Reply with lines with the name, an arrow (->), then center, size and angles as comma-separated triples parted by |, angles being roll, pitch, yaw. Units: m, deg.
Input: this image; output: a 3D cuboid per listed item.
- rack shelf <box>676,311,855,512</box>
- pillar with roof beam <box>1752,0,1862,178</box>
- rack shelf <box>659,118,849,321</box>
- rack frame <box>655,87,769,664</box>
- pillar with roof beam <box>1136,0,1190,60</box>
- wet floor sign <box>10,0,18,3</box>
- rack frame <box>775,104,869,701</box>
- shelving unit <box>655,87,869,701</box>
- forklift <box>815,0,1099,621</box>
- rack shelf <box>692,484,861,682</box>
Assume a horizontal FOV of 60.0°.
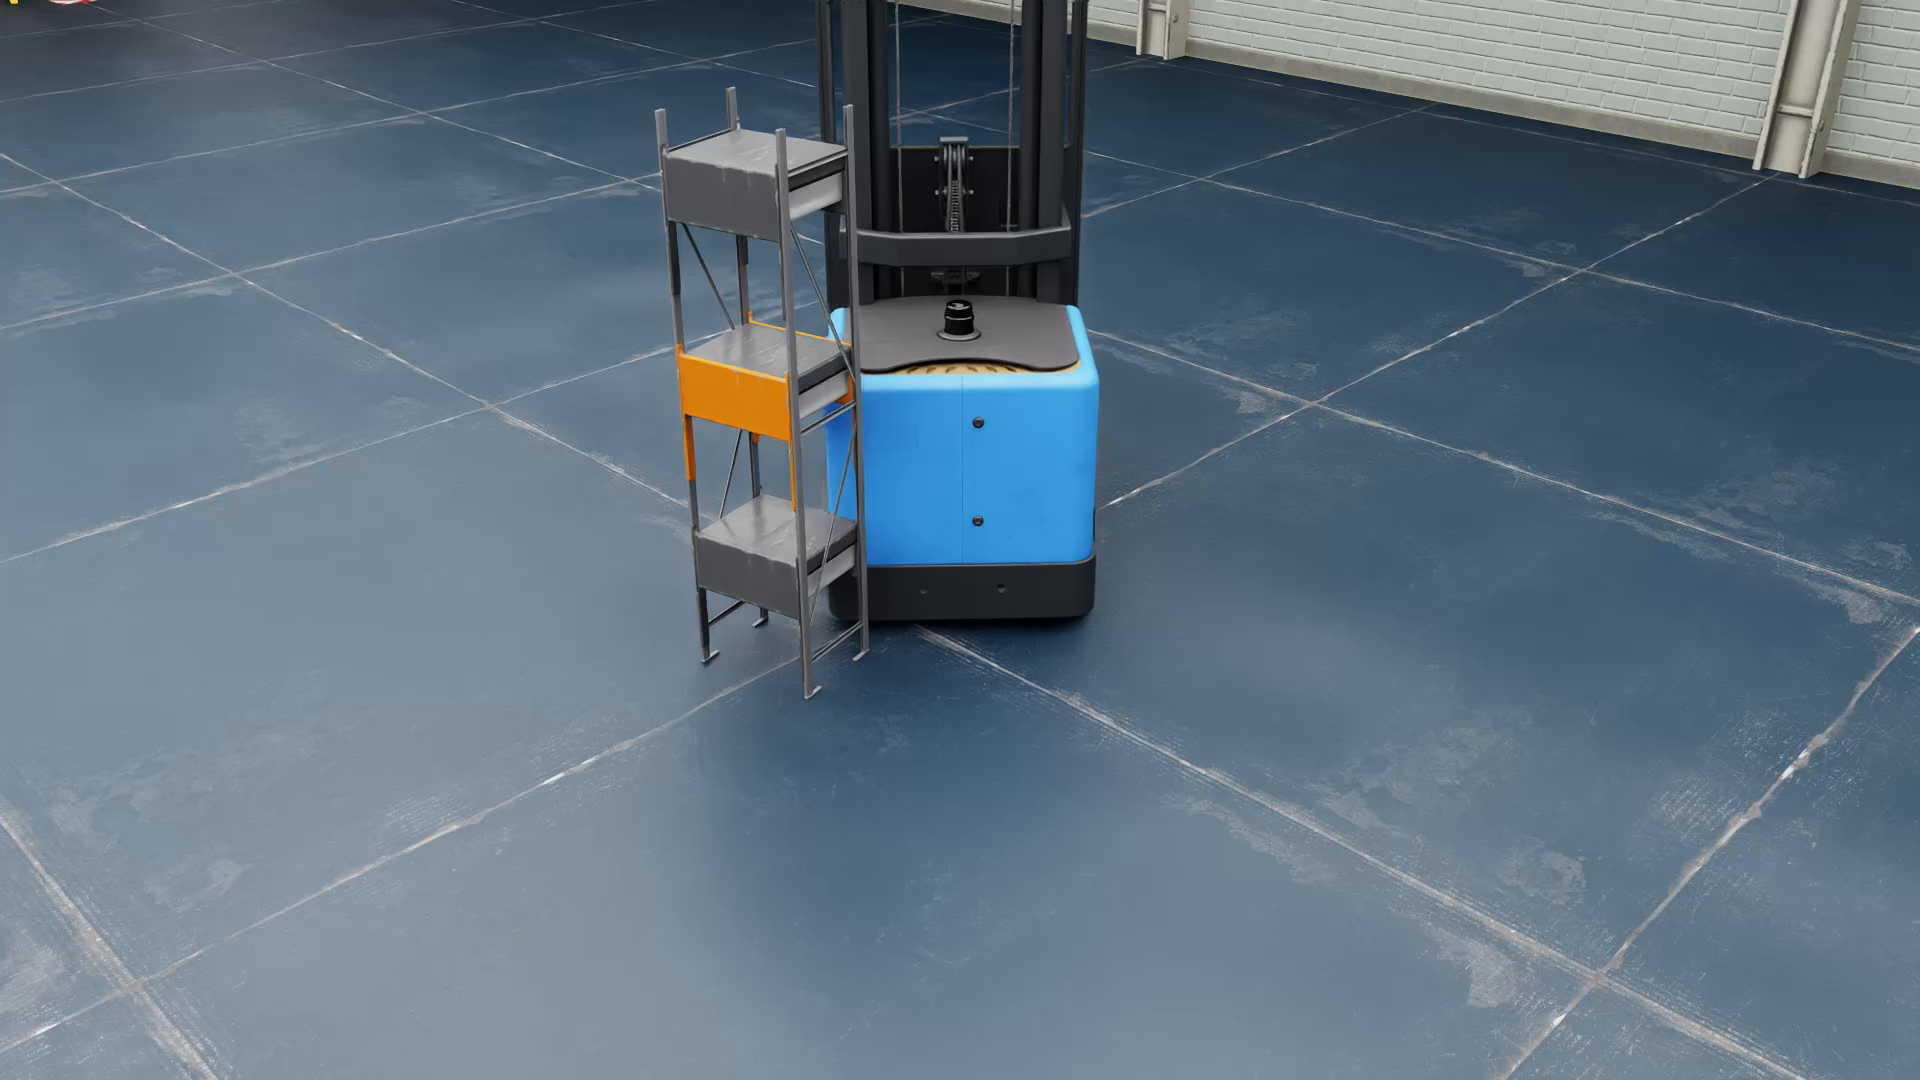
rack shelf -> -0.669, -0.466, 5.910 | 0.480, 0.518, 0.431 | 16, 32, 28
pillar with roof beam -> 3.234, -5.357, 7.769 | 0.400, 9.000, 9.100 | 25, 36, 38
rack shelf -> -0.669, -1.086, 5.584 | 0.480, 0.518, 0.431 | 16, 32, 28
rack frame -> -0.877, -0.538, 6.017 | 0.015, 2.100, 0.400 | 16, 32, 28
pillar with roof beam -> -1.044, -7.315, 11.492 | 0.400, 9.000, 9.100 | 25, 36, 38
wet floor sign -> -10.811, -6.370, 18.670 | 0.267, 0.644, 0.232 | -13, 30, -22
rack frame -> -0.462, -0.419, 5.790 | 0.015, 2.100, 0.400 | 16, 32, 28
shelving unit -> -0.669, -0.478, 5.903 | 0.503, 2.100, 0.431 | 16, 32, 28
forklift -> -0.042, -1.628, 7.196 | 1.130, 2.935, 3.031 | -1, 28, -2
rack shelf -> -0.669, 0.153, 6.236 | 0.480, 0.518, 0.431 | 16, 32, 28
